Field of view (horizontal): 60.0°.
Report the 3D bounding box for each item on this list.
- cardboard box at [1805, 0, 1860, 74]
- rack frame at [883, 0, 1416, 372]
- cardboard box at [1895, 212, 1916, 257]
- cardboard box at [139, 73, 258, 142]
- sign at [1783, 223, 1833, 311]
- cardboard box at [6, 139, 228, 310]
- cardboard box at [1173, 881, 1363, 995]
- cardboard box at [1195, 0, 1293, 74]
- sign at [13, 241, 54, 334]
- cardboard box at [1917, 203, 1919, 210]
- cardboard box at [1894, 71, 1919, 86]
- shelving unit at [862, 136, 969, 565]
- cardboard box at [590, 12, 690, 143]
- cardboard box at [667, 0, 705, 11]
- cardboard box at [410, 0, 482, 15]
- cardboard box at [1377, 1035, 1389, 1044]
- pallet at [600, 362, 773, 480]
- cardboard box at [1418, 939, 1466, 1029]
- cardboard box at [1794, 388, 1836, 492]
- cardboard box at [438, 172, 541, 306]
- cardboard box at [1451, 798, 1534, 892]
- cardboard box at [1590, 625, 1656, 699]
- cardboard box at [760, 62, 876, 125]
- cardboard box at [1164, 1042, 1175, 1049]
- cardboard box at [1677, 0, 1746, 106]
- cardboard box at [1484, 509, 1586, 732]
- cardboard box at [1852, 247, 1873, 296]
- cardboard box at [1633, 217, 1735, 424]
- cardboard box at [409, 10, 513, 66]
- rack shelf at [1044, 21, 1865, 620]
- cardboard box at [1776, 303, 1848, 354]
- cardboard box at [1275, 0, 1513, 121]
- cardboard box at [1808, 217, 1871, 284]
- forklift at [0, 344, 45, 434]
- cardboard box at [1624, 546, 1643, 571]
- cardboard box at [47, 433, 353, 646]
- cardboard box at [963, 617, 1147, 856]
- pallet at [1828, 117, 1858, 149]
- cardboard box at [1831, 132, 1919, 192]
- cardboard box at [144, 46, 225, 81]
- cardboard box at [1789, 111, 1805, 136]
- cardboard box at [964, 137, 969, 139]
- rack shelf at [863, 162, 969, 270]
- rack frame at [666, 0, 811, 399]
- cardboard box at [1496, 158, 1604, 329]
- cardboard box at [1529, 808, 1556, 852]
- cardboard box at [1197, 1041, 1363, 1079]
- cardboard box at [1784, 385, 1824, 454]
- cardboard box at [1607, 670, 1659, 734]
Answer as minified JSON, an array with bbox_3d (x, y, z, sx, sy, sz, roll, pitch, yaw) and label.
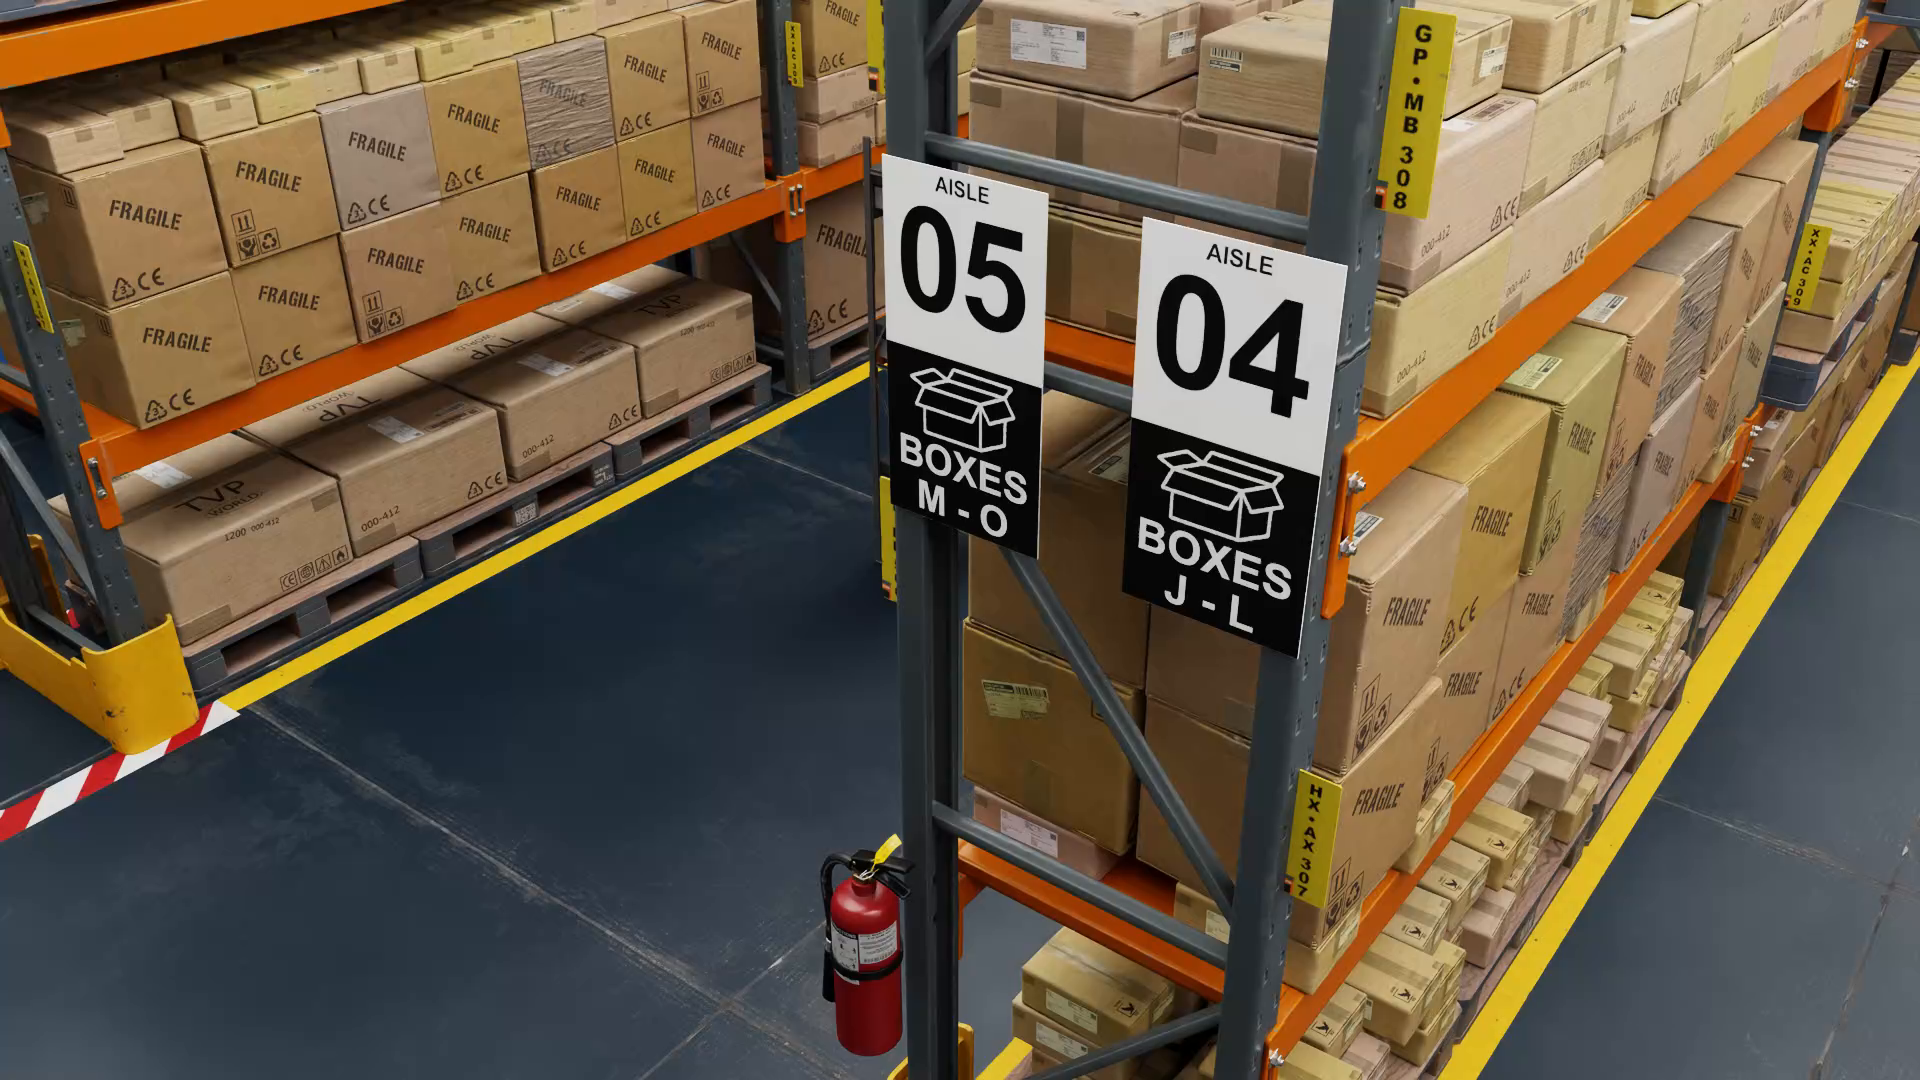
[{"bbox_3d":[2.622,-1.747,5.461,0.500,0.250,0.500,22,37,32],"label":"cardboard box"},{"bbox_3d":[0.288,-1.759,2.391,1.000,3.000,0.127,21,37,31],"label":"rack frame"},{"bbox_3d":[4.091,-1.427,7.551,0.380,0.149,0.250,20,36,30],"label":"cardboard box"},{"bbox_3d":[-2.934,-1.670,6.411,0.380,0.149,0.250,22,37,33],"label":"cardboard box"},{"bbox_3d":[3.140,-1.012,6.167,0.100,0.325,0.005,21,37,31],"label":"sign"},{"bbox_3d":[-3.202,-1.241,6.323,0.500,0.500,0.500,20,36,30],"label":"cardboard box"},{"bbox_3d":[0.745,0.899,4.037,0.380,0.149,0.250,21,36,31],"label":"cardboard box"},{"bbox_3d":[0.464,-1.092,3.475,0.380,0.149,0.250,22,37,32],"label":"cardboard box"},{"bbox_3d":[-3.280,-0.893,5.889,0.100,0.325,0.005,21,37,31],"label":"sign"},{"bbox_3d":[4.250,-1.659,7.650,0.380,0.149,0.250,20,36,30],"label":"cardboard box"},{"bbox_3d":[4.875,-2.210,8.288,0.380,0.149,0.250,22,37,33],"label":"cardboard box"},{"bbox_3d":[-0.100,-0.836,7.601,0.431,2.100,0.503,21,37,31],"label":"shelving unit"},{"bbox_3d":[-1.682,-2.279,8.074,0.500,0.500,0.500,21,36,31],"label":"cardboard box"},{"bbox_3d":[-1.483,-2.741,8.218,0.380,0.149,0.250,22,37,32],"label":"cardboard box"},{"bbox_3d":[-2.433,-2.455,7.736,0.380,0.149,0.250,21,37,31],"label":"cardboard box"},{"bbox_3d":[1.097,1.519,5.129,0.380,0.149,0.250,22,37,32],"label":"cardboard box"},{"bbox_3d":[-1.826,-0.801,9.395,1.003,0.211,1.213,21,37,31],"label":"pallet"},{"bbox_3d":[1.338,1.315,5.182,0.380,0.149,0.250,22,37,33],"label":"cardboard box"},{"bbox_3d":[3.984,-0.560,8.293,0.500,0.500,0.500,22,37,32],"label":"cardboard box"},{"bbox_3d":[-2.307,-1.434,7.629,0.500,0.500,0.500,22,37,33],"label":"cardboard box"},{"bbox_3d":[1.654,0.963,5.484,0.380,0.149,0.250,22,37,32],"label":"cardboard box"},{"bbox_3d":[2.428,0.430,6.383,0.380,0.149,0.250,21,36,31],"label":"cardboard box"},{"bbox_3d":[-0.814,-2.529,9.231,0.500,0.250,0.500,20,36,30],"label":"cardboard box"},{"bbox_3d":[0.514,1.454,5.239,0.380,0.149,0.250,22,37,33],"label":"cardboard box"},{"bbox_3d":[1.693,-1.337,4.279,0.500,0.250,0.500,20,36,30],"label":"cardboard box"},{"bbox_3d":[1.388,0.133,4.693,0.500,0.500,0.500,22,37,32],"label":"cardboard box"},{"bbox_3d":[3.462,-1.129,6.755,0.380,0.149,0.250,20,36,30],"label":"cardboard box"},{"bbox_3d":[2.007,-0.715,5.144,0.500,0.500,0.500,22,37,33],"label":"cardboard box"},{"bbox_3d":[-2.195,-2.210,7.323,0.380,0.149,0.250,21,37,31],"label":"cardboard box"},{"bbox_3d":[1.495,-0.972,4.711,1.077,0.370,4.000,21,37,31],"label":"rack shelf"},{"bbox_3d":[3.307,-0.895,6.652,0.380,0.149,0.250,19,36,29],"label":"cardboard box"},{"bbox_3d":[0.833,-0.950,3.234,0.380,0.149,0.250,23,38,33],"label":"cardboard box"},{"bbox_3d":[3.307,-1.151,6.501,0.380,0.149,0.250,23,38,34],"label":"cardboard box"},{"bbox_3d":[-4.111,-2.404,9.432,1.130,2.935,3.031,22,37,32],"label":"forklift"},{"bbox_3d":[2.124,-0.062,5.659,0.380,0.149,0.250,19,36,29],"label":"cardboard box"},{"bbox_3d":[-3.401,-0.038,7.472,0.875,0.438,0.875,20,36,30],"label":"cardboard box"},{"bbox_3d":[0.354,0.389,4.261,0.500,0.500,0.500,22,37,32],"label":"cardboard box"},{"bbox_3d":[4.772,-2.025,8.912,1.213,0.211,1.003,21,37,31],"label":"pallet"},{"bbox_3d":[4.087,-1.677,7.388,0.380,0.149,0.250,23,37,33],"label":"cardboard box"},{"bbox_3d":[-3.255,-1.951,6.885,0.380,0.149,0.250,22,37,32],"label":"cardboard box"},{"bbox_3d":[3.892,-2.095,8.094,0.380,0.149,0.250,22,37,33],"label":"cardboard box"},{"bbox_3d":[-0.455,-2.199,10.690,0.875,0.875,0.875,22,37,33],"label":"cardboard box"},{"bbox_3d":[-0.100,-1.426,7.251,0.431,0.518,0.480,21,37,31],"label":"rack shelf"},{"bbox_3d":[-1.305,-2.286,9.165,1.000,3.000,0.127,21,37,31],"label":"rack frame"},{"bbox_3d":[1.084,-0.720,3.728,0.500,0.250,0.500,22,37,33],"label":"cardboard box"},{"bbox_3d":[1.902,1.012,5.984,0.380,0.149,0.250,22,37,32],"label":"cardboard box"},{"bbox_3d":[0.875,1.504,4.572,0.380,0.149,0.250,19,36,29],"label":"cardboard box"},{"bbox_3d":[3.679,-0.668,7.739,0.500,0.250,0.500,22,37,33],"label":"cardboard box"},{"bbox_3d":[2.465,0.568,6.442,0.380,0.149,0.250,20,36,30],"label":"cardboard box"}]
